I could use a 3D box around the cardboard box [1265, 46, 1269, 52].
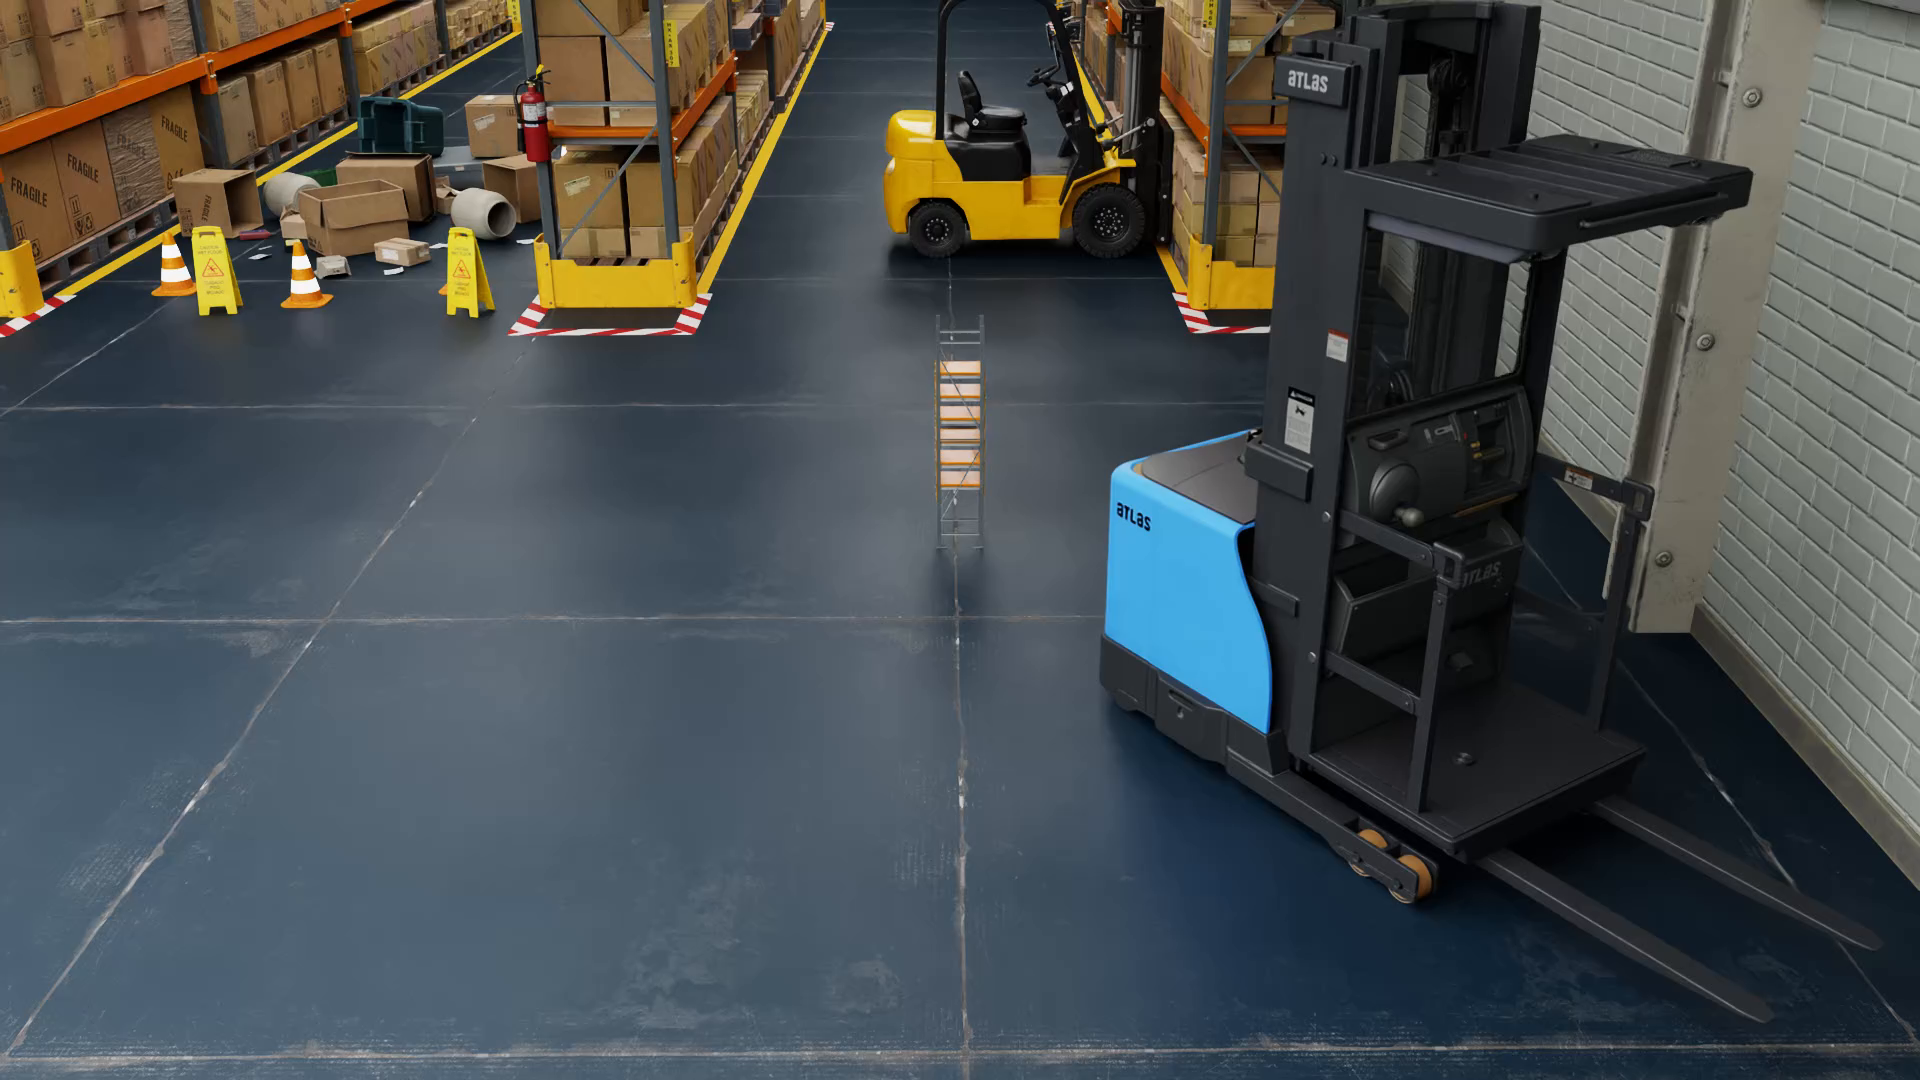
[{"bbox_3d":[2.586,-3.662,13.085,0.500,0.500,0.500,0,24,1],"label":"cardboard box"}]

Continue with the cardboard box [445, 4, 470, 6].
[{"bbox_3d":[-7.526,-7.902,24.810,0.380,0.149,0.250,-1,24,-3],"label":"cardboard box"}]

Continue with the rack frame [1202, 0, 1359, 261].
[{"bbox_3d":[2.342,-3.196,12.177,1.000,3.000,0.127,0,24,-1],"label":"rack frame"}]

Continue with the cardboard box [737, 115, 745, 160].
[{"bbox_3d":[-2.674,-4.031,16.702,0.950,0.372,0.625,0,24,0],"label":"cardboard box"}]

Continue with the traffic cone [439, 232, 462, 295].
[{"bbox_3d":[-3.916,-2.188,13.026,0.336,0.463,0.334,0,24,-1],"label":"traffic cone"}]

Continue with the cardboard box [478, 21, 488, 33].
[{"bbox_3d":[-7.446,-7.844,25.403,0.380,0.149,0.250,0,24,0],"label":"cardboard box"}]

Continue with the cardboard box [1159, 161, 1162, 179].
[{"bbox_3d":[2.000,-3.187,14.378,0.500,0.250,0.500,0,24,-1],"label":"cardboard box"}]

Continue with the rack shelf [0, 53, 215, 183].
[{"bbox_3d":[-7.592,-3.605,13.954,1.077,0.370,4.000,0,24,-1],"label":"rack shelf"}]

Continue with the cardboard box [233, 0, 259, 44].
[{"bbox_3d":[-7.357,-5.228,16.549,0.500,0.500,0.500,0,24,0],"label":"cardboard box"}]

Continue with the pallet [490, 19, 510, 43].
[{"bbox_3d":[-7.771,-8.065,26.326,1.003,0.211,1.213,0,24,-1],"label":"pallet"}]

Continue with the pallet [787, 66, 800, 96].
[{"bbox_3d":[-2.653,-6.025,21.816,1.003,0.211,1.213,0,24,-1],"label":"pallet"}]

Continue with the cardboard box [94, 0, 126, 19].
[{"bbox_3d":[-7.654,-4.716,14.044,0.875,0.550,0.550,0,24,-1],"label":"cardboard box"}]

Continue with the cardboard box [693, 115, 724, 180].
[{"bbox_3d":[-2.377,-3.439,14.630,0.500,0.500,0.500,1,24,2],"label":"cardboard box"}]

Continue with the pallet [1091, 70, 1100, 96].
[{"bbox_3d":[2.274,-6.032,21.830,1.003,0.211,1.213,0,24,-1],"label":"pallet"}]

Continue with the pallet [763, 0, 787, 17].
[{"bbox_3d":[-2.595,-6.088,18.805,1.213,0.211,1.003,0,24,-1],"label":"pallet"}]

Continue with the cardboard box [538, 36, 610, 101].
[{"bbox_3d":[-2.903,-3.576,12.534,0.500,0.500,0.500,-1,24,-1],"label":"cardboard box"}]

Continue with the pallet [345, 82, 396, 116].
[{"bbox_3d":[-7.665,-5.457,20.559,1.003,0.211,1.213,0,24,-1],"label":"pallet"}]

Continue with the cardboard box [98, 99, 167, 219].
[{"bbox_3d":[-7.664,-3.349,14.584,0.875,0.875,0.875,0,24,0],"label":"cardboard box"}]

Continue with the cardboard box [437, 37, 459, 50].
[{"bbox_3d":[-7.384,-7.097,23.752,0.380,0.149,0.250,-1,24,-3],"label":"cardboard box"}]

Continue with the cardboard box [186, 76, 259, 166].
[{"bbox_3d":[-7.711,-4.179,16.569,1.050,0.750,0.750,0,24,-1],"label":"cardboard box"}]

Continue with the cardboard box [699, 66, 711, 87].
[{"bbox_3d":[-2.331,-3.945,14.138,0.380,0.149,0.250,0,24,0],"label":"cardboard box"}]

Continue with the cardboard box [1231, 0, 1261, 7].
[{"bbox_3d":[2.135,-4.132,12.976,0.380,0.149,0.250,0,24,0],"label":"cardboard box"}]

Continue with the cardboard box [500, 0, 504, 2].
[{"bbox_3d":[-7.486,-8.648,26.459,0.380,0.149,0.250,0,24,0],"label":"cardboard box"}]

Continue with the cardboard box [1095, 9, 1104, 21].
[{"bbox_3d":[2.043,-7.121,22.591,0.380,0.149,0.250,-1,24,-3],"label":"cardboard box"}]

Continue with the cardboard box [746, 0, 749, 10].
[{"bbox_3d":[-2.391,-5.554,17.186,0.380,0.149,0.250,0,24,0],"label":"cardboard box"}]

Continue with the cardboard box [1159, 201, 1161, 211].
[{"bbox_3d":[2.000,-2.952,14.464,0.500,0.250,0.500,1,24,1],"label":"cardboard box"}]

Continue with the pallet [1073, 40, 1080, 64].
[{"bbox_3d":[2.204,-7.153,24.311,1.003,0.211,1.213,0,24,-1],"label":"pallet"}]

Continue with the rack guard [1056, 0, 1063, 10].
[{"bbox_3d":[2.168,-8.619,27.201,1.175,0.500,0.348,0,24,-1],"label":"rack guard"}]

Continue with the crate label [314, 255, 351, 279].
[{"bbox_3d":[-5.093,-2.218,13.488,0.250,0.136,0.298,-14,28,-28],"label":"crate label"}]

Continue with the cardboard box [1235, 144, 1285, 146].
[{"bbox_3d":[2.522,-3.201,13.802,0.500,0.250,0.500,0,24,-1],"label":"cardboard box"}]

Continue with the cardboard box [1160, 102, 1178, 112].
[{"bbox_3d":[1.985,-3.827,15.186,0.500,0.250,0.500,0,24,0],"label":"cardboard box"}]

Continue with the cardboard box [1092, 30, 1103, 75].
[{"bbox_3d":[2.007,-6.354,21.684,0.500,0.500,0.500,-1,24,-2],"label":"cardboard box"}]

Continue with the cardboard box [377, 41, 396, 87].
[{"bbox_3d":[-7.419,-5.957,20.806,0.500,0.500,0.500,0,24,0],"label":"cardboard box"}]

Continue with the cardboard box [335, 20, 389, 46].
[{"bbox_3d":[-7.429,-6.293,20.639,0.500,0.250,0.500,-1,24,-1],"label":"cardboard box"}]

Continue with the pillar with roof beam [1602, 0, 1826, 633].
[{"bbox_3d":[-1.004,-3.729,6.075,9.100,9.000,0.400,0,24,-1],"label":"pillar with roof beam"}]

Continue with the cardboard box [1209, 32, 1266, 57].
[{"bbox_3d":[2.058,-3.679,12.336,0.380,0.149,0.250,0,24,0],"label":"cardboard box"}]

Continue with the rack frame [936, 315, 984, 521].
[{"bbox_3d":[-0.001,-0.578,8.573,0.240,1.200,0.006,0,24,-1],"label":"rack frame"}]

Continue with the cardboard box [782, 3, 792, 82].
[{"bbox_3d":[-2.639,-6.345,21.207,0.875,0.875,0.875,0,24,0],"label":"cardboard box"}]

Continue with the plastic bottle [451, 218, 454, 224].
[{"bbox_3d":[-4.527,-2.942,15.180,0.133,0.061,0.283,4,25,9],"label":"plastic bottle"}]

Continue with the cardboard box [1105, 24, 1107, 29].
[{"bbox_3d":[2.042,-6.476,21.165,0.380,0.149,0.250,-1,24,-1],"label":"cardboard box"}]

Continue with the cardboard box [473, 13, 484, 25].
[{"bbox_3d":[-7.413,-7.867,25.093,0.380,0.149,0.250,0,24,0],"label":"cardboard box"}]

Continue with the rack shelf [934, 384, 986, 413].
[{"bbox_3d":[0.000,-0.719,8.409,0.258,0.103,0.180,0,24,-1],"label":"rack shelf"}]

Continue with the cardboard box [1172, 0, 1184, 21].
[{"bbox_3d":[2.024,-4.526,14.208,0.380,0.149,0.250,-1,24,-2],"label":"cardboard box"}]

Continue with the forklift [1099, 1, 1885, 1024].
[{"bbox_3d":[1.847,-0.273,5.796,1.130,2.935,3.031,-16,29,-31],"label":"forklift"}]

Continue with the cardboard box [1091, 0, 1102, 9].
[{"bbox_3d":[1.999,-7.369,22.778,0.380,0.149,0.250,-1,24,-3],"label":"cardboard box"}]

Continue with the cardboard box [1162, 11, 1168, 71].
[{"bbox_3d":[2.064,-4.492,14.920,0.500,0.500,0.500,0,24,0],"label":"cardboard box"}]

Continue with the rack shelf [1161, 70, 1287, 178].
[{"bbox_3d":[2.320,-3.693,14.148,1.077,0.370,4.000,0,24,-1],"label":"rack shelf"}]

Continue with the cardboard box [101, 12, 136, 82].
[{"bbox_3d":[-7.681,-4.224,14.267,0.875,0.550,0.550,0,24,-1],"label":"cardboard box"}]

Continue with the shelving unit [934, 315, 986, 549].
[{"bbox_3d":[0.000,-0.541,8.490,0.258,1.200,0.189,0,24,-1],"label":"shelving unit"}]

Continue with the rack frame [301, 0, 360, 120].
[{"bbox_3d":[-7.658,-6.405,19.272,1.000,3.000,0.127,0,24,-1],"label":"rack frame"}]

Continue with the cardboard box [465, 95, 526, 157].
[{"bbox_3d":[-4.445,-4.006,16.083,0.500,0.500,0.500,0,24,-1],"label":"cardboard box"}]

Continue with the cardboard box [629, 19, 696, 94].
[{"bbox_3d":[-2.358,-3.763,12.949,0.500,0.500,0.500,0,24,1],"label":"cardboard box"}]

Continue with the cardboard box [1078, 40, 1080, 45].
[{"bbox_3d":[1.911,-7.262,24.116,0.380,0.149,0.250,-1,24,-2],"label":"cardboard box"}]

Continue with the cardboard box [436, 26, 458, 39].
[{"bbox_3d":[-7.385,-7.232,23.689,0.380,0.149,0.250,1,24,2],"label":"cardboard box"}]

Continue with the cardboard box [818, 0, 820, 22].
[{"bbox_3d":[-2.689,-8.518,26.543,0.875,0.438,0.875,-1,24,-2],"label":"cardboard box"}]

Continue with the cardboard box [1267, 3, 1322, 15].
[{"bbox_3d":[2.565,-4.029,12.749,0.380,0.149,0.250,0,24,0],"label":"cardboard box"}]

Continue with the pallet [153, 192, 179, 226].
[{"bbox_3d":[-7.684,-3.173,15.509,1.003,0.211,1.213,0,24,-1],"label":"pallet"}]

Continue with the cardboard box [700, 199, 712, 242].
[{"bbox_3d":[-2.352,-2.655,13.807,0.500,0.250,0.500,1,24,1],"label":"cardboard box"}]
